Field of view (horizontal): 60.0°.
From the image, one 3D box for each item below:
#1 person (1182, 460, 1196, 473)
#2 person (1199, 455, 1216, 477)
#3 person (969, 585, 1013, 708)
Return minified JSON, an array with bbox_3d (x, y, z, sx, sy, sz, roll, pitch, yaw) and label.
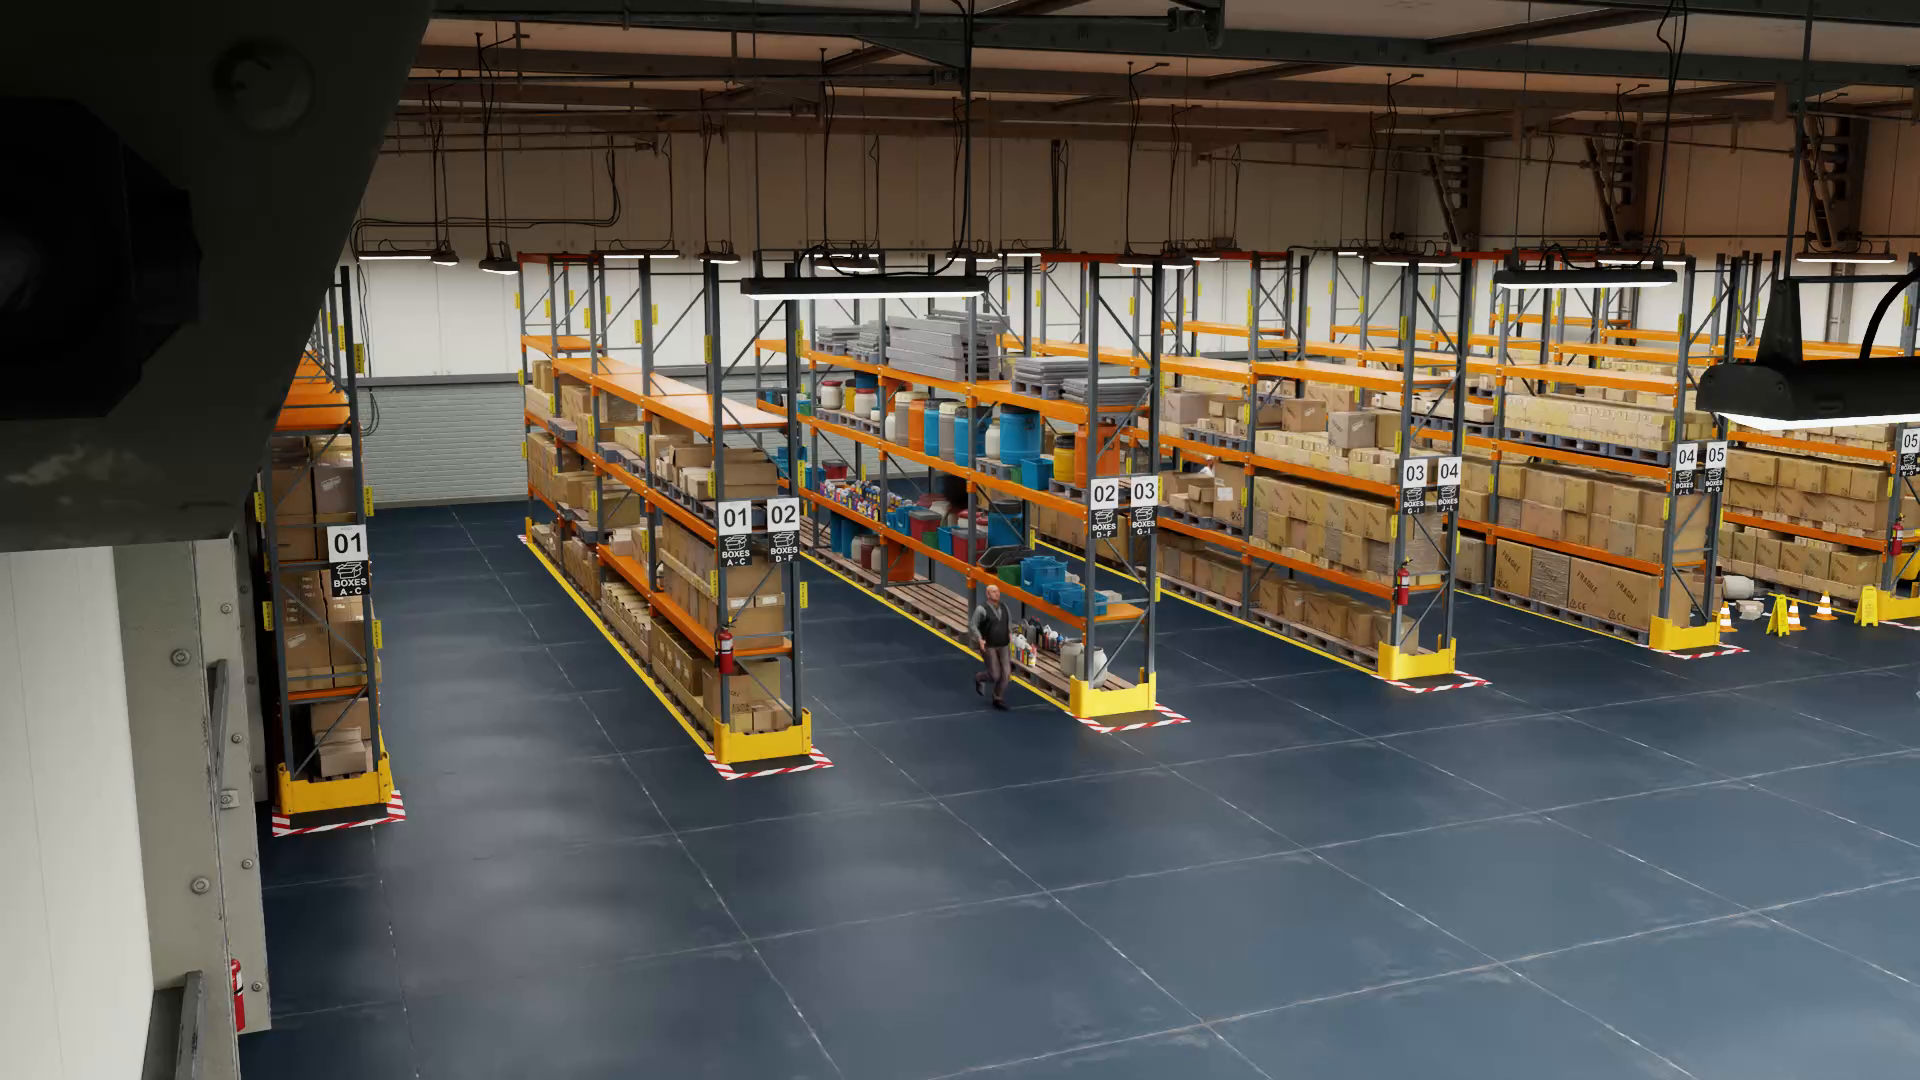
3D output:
[{"bbox_3d":[5.747,-1.988,41.541,0.589,1.534,0.536,3,11,17],"label":"person"},{"bbox_3d":[5.373,-0.963,35.493,0.669,1.755,0.866,-4,11,-21],"label":"person"},{"bbox_3d":[0.464,1.433,22.567,0.650,1.660,0.602,-5,12,-27],"label":"person"}]
